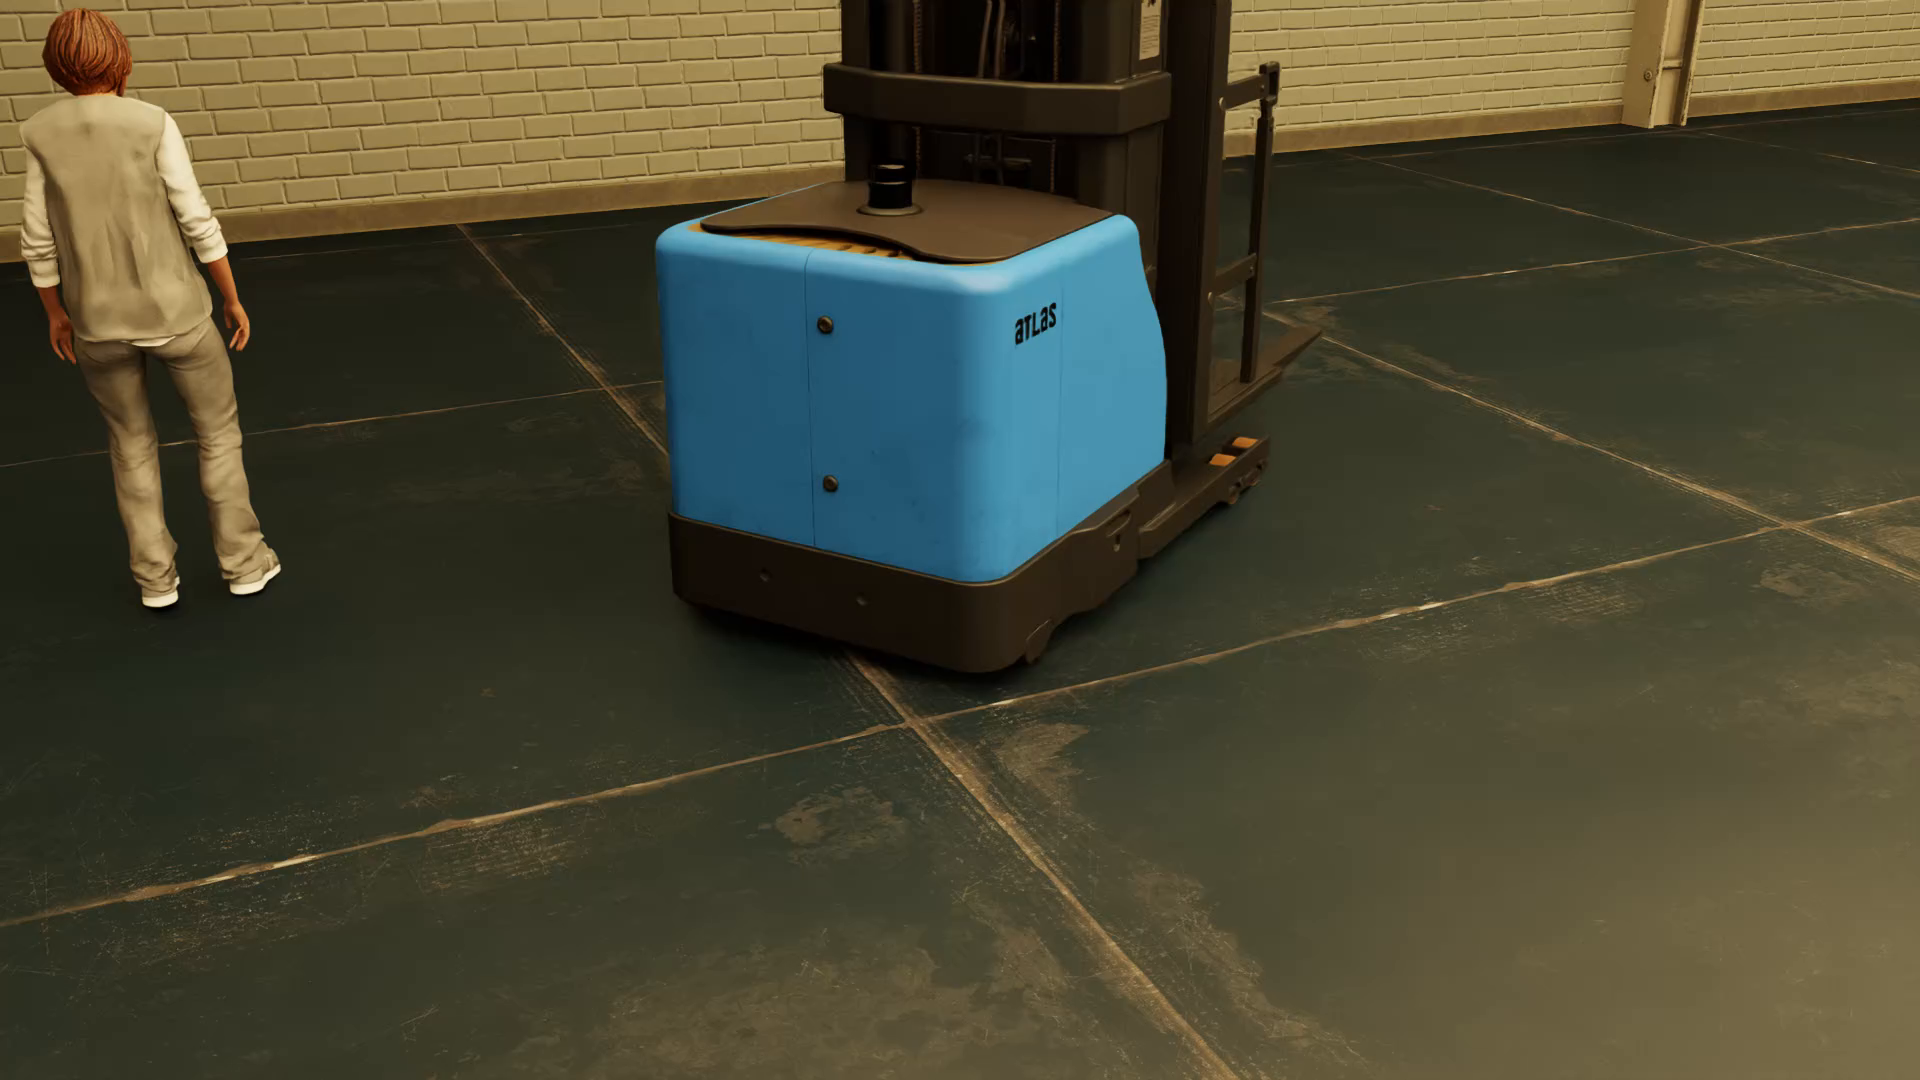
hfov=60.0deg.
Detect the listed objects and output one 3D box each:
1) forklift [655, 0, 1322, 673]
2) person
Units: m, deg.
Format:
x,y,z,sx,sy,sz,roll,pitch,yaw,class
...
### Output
x,y,z,sx,sy,sz,roll,pitch,yaw,class
0.378,-1.545,5.005,1.130,2.935,3.031,12,26,27,forklift
-2.175,-0.586,4.446,0.505,1.592,0.363,-5,23,-11,person
